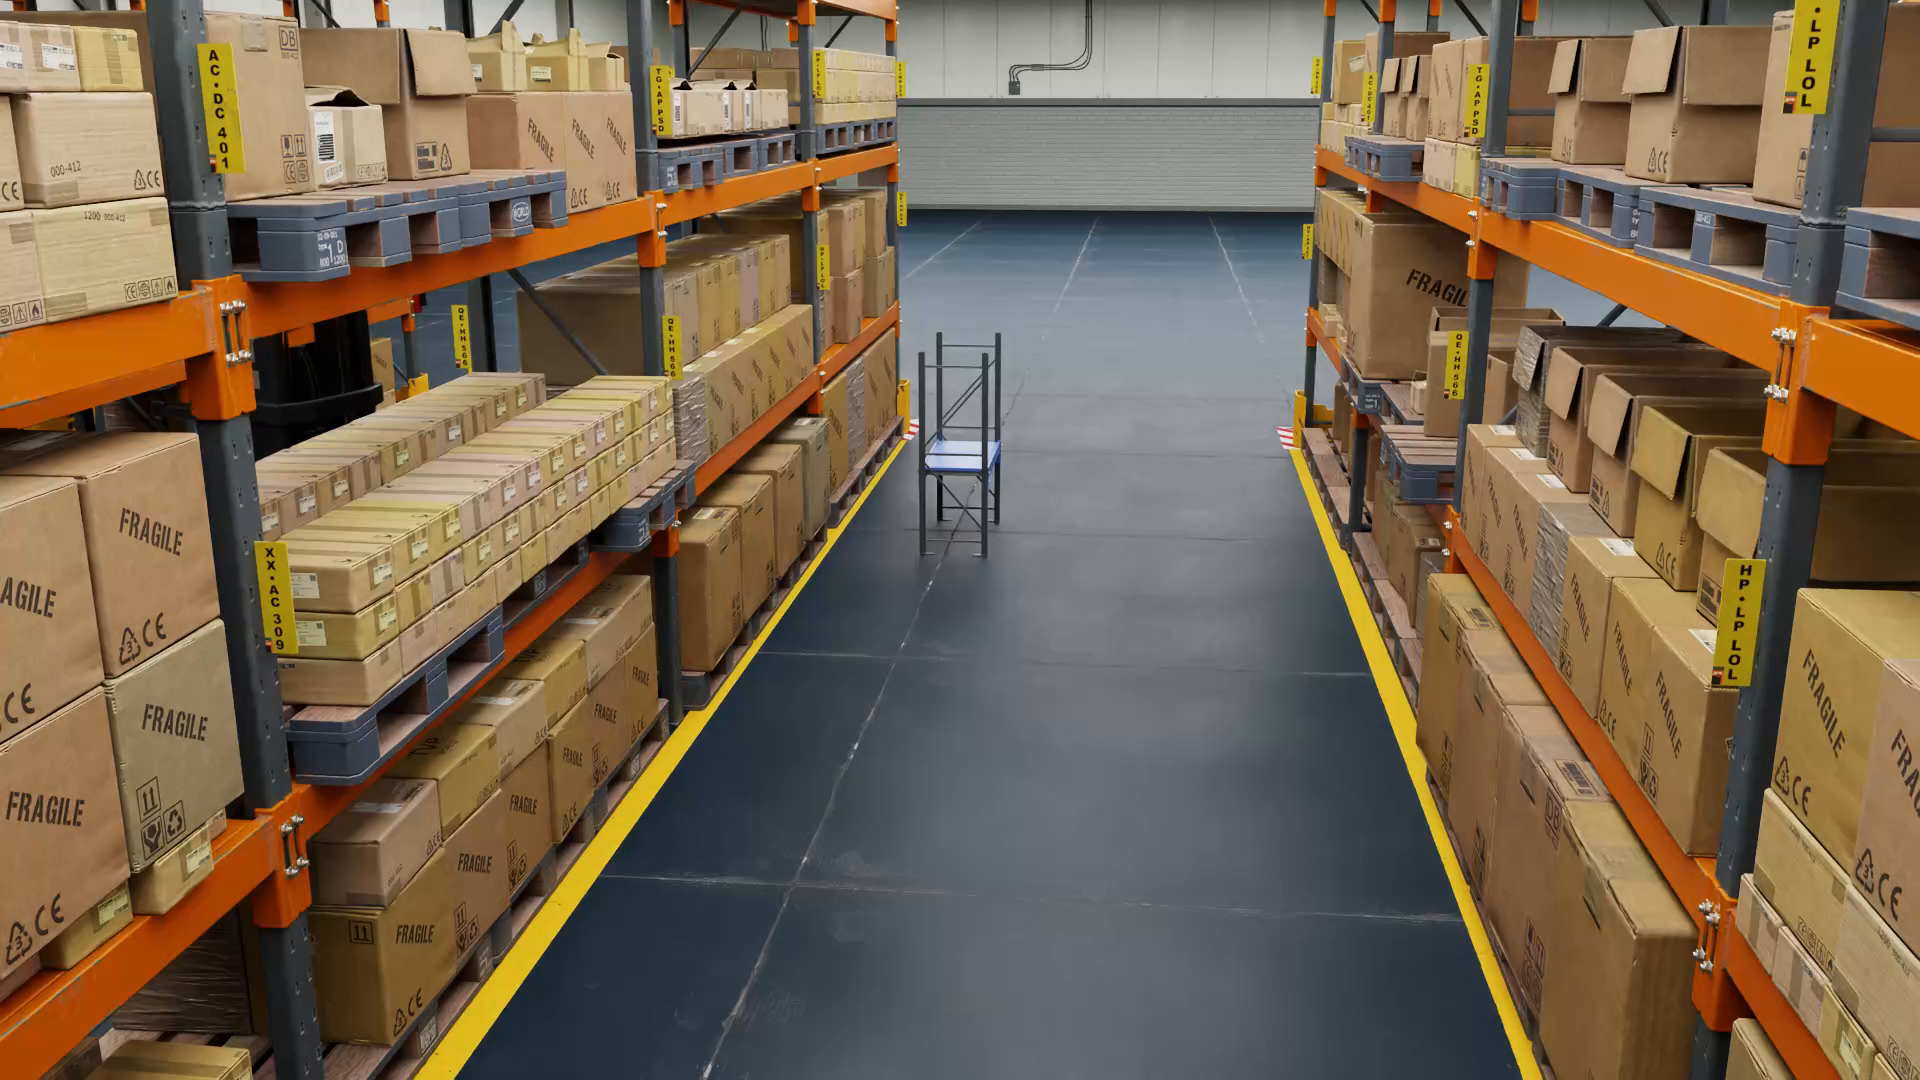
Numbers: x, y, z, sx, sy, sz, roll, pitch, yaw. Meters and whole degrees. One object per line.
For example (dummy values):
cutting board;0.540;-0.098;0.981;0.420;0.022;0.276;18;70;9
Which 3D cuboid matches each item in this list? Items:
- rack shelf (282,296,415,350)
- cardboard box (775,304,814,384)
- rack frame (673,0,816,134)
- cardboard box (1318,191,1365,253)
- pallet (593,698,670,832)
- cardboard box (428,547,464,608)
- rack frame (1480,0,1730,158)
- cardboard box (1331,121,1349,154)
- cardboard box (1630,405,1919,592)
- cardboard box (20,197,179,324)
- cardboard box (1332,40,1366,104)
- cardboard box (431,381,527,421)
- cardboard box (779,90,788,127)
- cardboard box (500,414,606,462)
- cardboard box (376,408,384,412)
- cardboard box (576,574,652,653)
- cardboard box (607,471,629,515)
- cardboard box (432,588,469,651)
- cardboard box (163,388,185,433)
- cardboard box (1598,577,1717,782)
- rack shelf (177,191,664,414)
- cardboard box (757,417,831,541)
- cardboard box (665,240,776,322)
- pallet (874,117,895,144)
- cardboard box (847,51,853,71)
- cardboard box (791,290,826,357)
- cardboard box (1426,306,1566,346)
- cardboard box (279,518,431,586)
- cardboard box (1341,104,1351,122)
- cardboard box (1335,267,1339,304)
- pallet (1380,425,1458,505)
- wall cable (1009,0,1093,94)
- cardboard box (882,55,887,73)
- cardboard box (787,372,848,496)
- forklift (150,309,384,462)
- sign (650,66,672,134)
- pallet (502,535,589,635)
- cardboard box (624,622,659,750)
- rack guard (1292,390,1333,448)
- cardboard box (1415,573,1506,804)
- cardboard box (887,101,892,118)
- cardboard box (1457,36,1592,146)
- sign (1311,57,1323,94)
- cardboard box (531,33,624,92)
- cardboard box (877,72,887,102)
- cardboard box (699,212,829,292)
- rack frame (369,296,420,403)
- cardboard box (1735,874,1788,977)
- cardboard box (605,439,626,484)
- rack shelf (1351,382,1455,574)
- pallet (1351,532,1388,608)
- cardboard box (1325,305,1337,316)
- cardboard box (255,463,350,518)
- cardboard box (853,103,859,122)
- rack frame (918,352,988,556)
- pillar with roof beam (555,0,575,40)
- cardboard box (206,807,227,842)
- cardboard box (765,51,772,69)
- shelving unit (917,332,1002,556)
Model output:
rack shelf;-6.259;-1.800;14.949;1.077;0.370;4.000;2;15;6
cardboard box;-1.348;-1.414;11.952;0.500;0.500;0.500;2;15;6
rack frame;-1.555;-4.405;11.711;1.000;3.000;0.127;2;15;6
cardboard box;3.417;-2.784;14.535;0.500;0.500;0.500;2;15;6
pallet;-2.096;1.078;8.272;1.003;0.211;1.213;2;15;6
cardboard box;-1.900;0.118;5.584;0.380;0.149;0.250;2;15;8
rack frame;2.911;-3.195;7.238;1.000;3.000;0.127;2;15;6
cardboard box;3.390;-3.370;13.918;0.500;0.250;0.500;2;15;6
cardboard box;2.612;-0.137;5.311;0.797;0.503;0.637;2;15;7
cardboard box;-2.245;-0.674;3.949;0.500;0.250;0.500;2;15;8
cardboard box;3.377;-3.878;13.791;0.500;0.500;0.500;2;15;6
cardboard box;-2.279;-0.656;7.878;0.380;0.149;0.250;1;15;5
cardboard box;-1.476;-2.947;11.360;0.500;0.250;0.500;2;15;7
cardboard box;-1.726;-0.434;7.059;0.380;0.149;0.250;2;15;6
cardboard box;-4.713;-0.742;12.999;0.500;0.500;0.500;2;15;6
cardboard box;-1.823;0.356;8.147;0.500;0.250;0.500;1;15;5
cardboard box;-1.695;-0.215;7.389;0.380;0.149;0.250;1;15;6
cardboard box;-1.899;0.259;5.633;0.380;0.149;0.250;2;15;7
cardboard box;-6.150;-1.011;13.679;0.500;0.500;0.500;2;15;9
cardboard box;2.303;0.433;5.123;0.500;0.500;0.500;2;15;8
rack shelf;-2.232;-1.053;6.442;1.077;0.370;4.000;2;15;6
cardboard box;-1.536;-0.462;12.128;1.050;0.750;0.750;2;15;6
cardboard box;-1.661;-1.777;11.380;0.700;0.500;0.500;1;15;5
pallet;-1.177;-3.758;15.238;1.003;0.211;1.213;2;15;6
cardboard box;-1.063;-3.820;13.254;0.380;0.149;0.250;2;15;7
cardboard box;-1.525;-1.677;12.830;0.875;0.550;0.550;2;15;6
cardboard box;3.258;-1.136;10.116;0.797;0.503;0.637;3;15;12
cardboard box;-1.931;0.037;5.317;0.380;0.149;0.250;2;15;8
cardboard box;3.372;-3.541;13.787;0.380;0.149;0.250;1;15;4
cardboard box;3.787;-2.290;14.625;0.875;0.500;0.500;2;15;6
pallet;2.885;-0.394;8.741;1.213;0.211;1.003;2;15;6
wall cable;2.523;-15.417;45.921;2.305;6.003;0.169;2;15;6
cardboard box;-0.863;-4.280;14.955;0.380;0.149;0.250;2;15;7
cardboard box;-1.414;-0.847;13.313;0.875;0.875;0.875;2;15;7
forklift;-4.743;-1.086;11.065;3.031;2.935;1.130;7;17;24
sign;-1.467;-2.152;8.138;0.100;0.325;0.005;2;15;6
pallet;-2.189;0.136;6.780;1.003;0.211;1.213;2;15;6
cardboard box;-1.821;0.711;8.270;0.500;0.500;0.500;2;15;6
rack guard;3.805;-1.147;15.947;1.175;0.500;0.348;2;15;6
cardboard box;2.812;0.703;7.583;1.225;0.875;0.875;1;15;4
cardboard box;-0.834;-3.962;15.307;0.380;0.149;0.250;2;15;7
cardboard box;2.716;-2.168;8.036;0.500;0.500;0.500;2;15;8
sign;3.274;-4.260;15.247;0.100;0.325;0.005;2;15;6
cardboard box;-1.794;-2.224;7.737;0.396;0.266;0.258;2;15;6
cardboard box;-0.938;-4.051;14.873;0.500;0.250;0.500;2;15;6
cardboard box;-1.479;-2.197;12.684;0.875;0.550;0.550;2;15;6
rack frame;-6.033;-2.666;16.773;1.000;3.000;0.127;2;15;6
cardboard box;2.095;0.927;3.969;0.380;0.149;0.250;2;15;6
cardboard box;-1.694;-0.352;7.325;0.380;0.149;0.250;2;15;6
rack shelf;3.136;-0.470;10.033;1.077;0.370;4.000;2;15;6
pallet;3.276;0.212;11.474;1.003;0.211;1.213;2;15;6
cardboard box;3.446;-1.991;14.761;0.380;0.149;0.250;2;15;6
cardboard box;-2.485;-0.181;6.120;0.380;0.149;0.250;1;15;4
cardboard box;-1.034;-3.501;13.602;0.380;0.149;0.250;2;15;6
rack frame;-0.048;-0.614;12.061;0.500;1.500;0.032;2;15;6
pillar with roof beam;-4.954;-11.651;38.509;9.100;9.000;0.400;2;15;6
cardboard box;-2.257;0.769;4.554;0.380;0.149;0.250;2;15;6
cardboard box;-1.717;-3.838;13.321;0.380;0.149;0.250;2;15;6
shelving unit;0.010;-0.746;12.548;0.538;1.500;1.048;2;15;6
